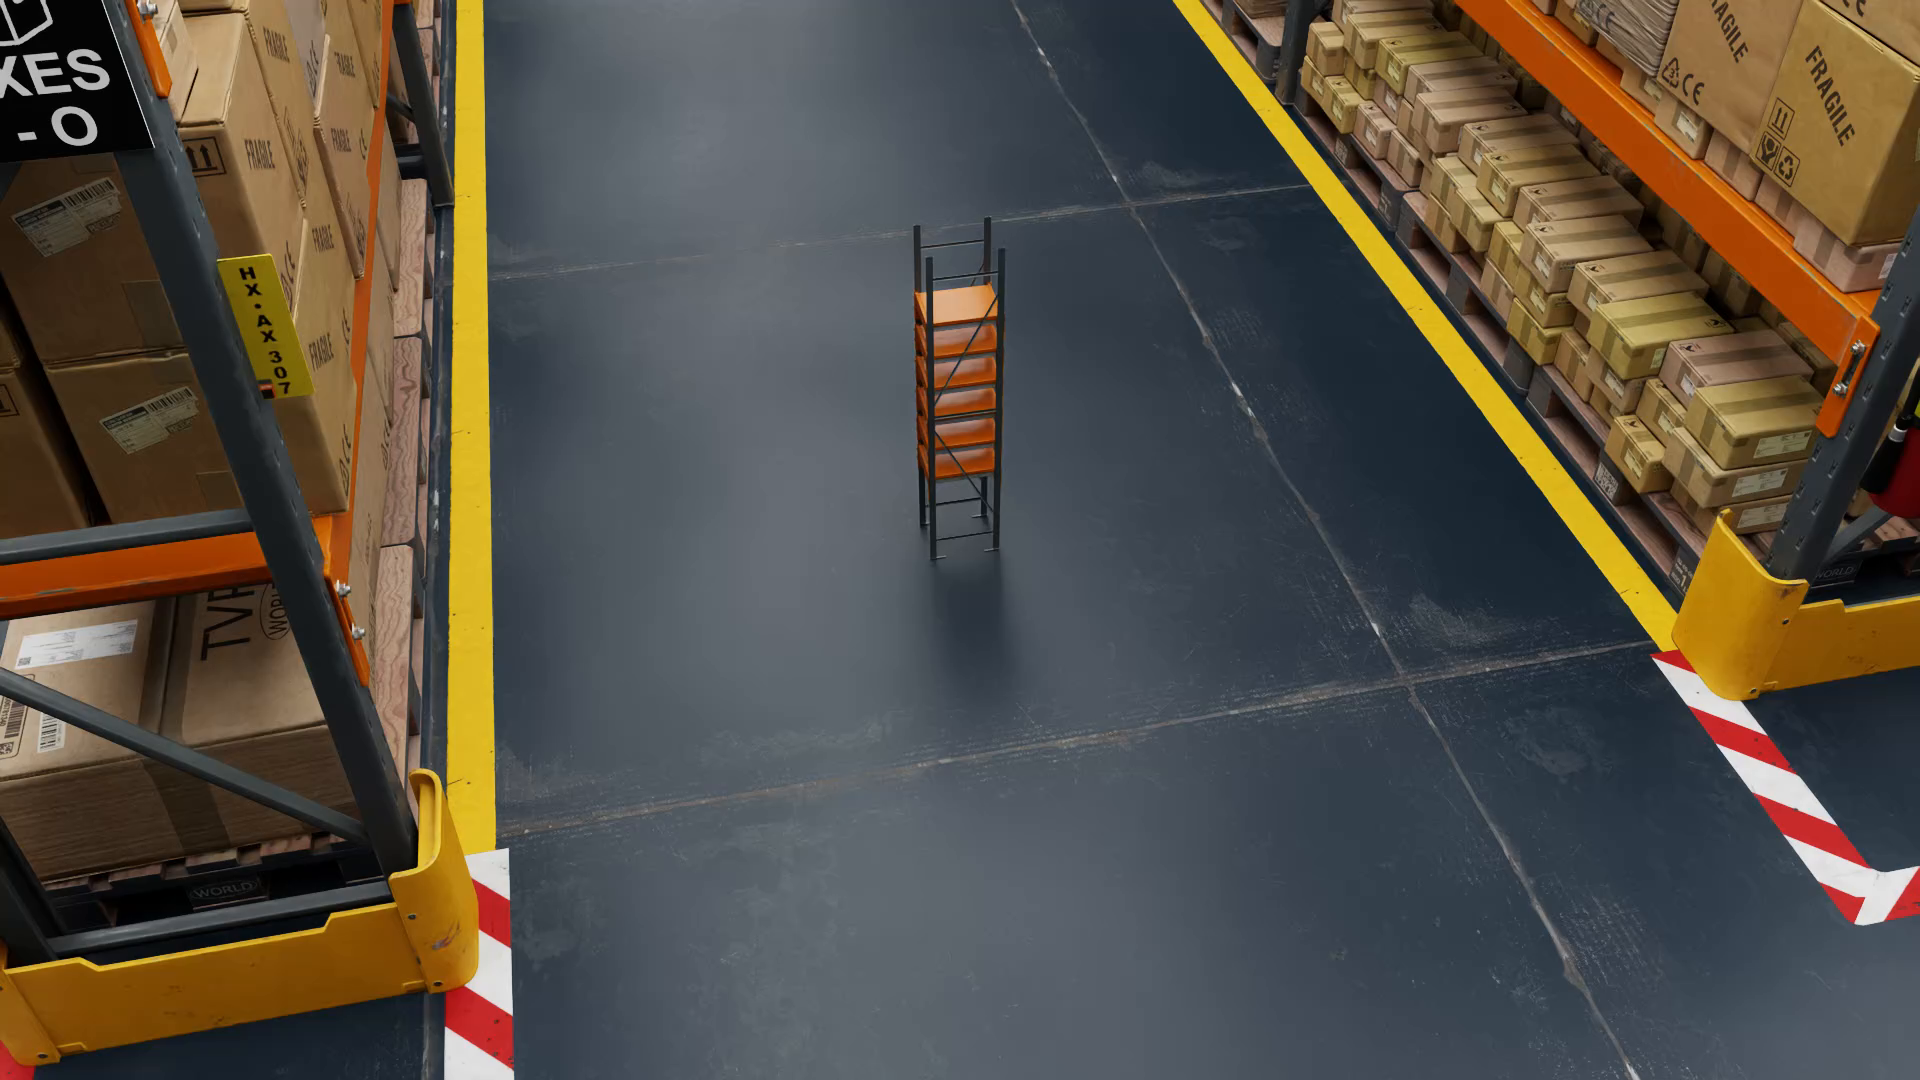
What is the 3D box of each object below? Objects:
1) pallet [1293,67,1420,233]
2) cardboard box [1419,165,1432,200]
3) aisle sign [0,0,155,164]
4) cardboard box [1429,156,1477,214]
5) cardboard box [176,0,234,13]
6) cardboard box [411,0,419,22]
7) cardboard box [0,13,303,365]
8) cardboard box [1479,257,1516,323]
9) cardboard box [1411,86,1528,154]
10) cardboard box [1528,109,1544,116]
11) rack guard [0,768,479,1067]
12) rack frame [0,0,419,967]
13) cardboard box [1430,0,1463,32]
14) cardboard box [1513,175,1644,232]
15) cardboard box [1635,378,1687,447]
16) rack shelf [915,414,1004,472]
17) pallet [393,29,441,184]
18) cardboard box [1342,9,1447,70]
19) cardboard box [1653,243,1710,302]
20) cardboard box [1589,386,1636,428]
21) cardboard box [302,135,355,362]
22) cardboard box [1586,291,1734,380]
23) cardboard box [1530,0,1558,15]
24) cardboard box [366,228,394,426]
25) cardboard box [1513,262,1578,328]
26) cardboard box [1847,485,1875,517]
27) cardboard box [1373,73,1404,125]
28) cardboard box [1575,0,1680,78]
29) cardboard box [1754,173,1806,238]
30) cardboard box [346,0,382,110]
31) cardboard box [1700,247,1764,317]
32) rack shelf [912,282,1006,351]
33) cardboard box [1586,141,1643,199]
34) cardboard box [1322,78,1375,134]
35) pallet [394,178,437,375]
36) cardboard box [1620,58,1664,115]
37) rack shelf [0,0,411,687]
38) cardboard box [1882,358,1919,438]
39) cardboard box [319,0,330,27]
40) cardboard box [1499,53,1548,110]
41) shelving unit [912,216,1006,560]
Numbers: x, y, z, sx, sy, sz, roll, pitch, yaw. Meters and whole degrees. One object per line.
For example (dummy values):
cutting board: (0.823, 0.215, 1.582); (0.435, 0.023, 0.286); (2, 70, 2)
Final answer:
pallet: (2.234, -1.877, 7.705); (1.003, 0.211, 1.213); (-8, 42, -9)
cardboard box: (2.177, -1.506, 7.018); (0.380, 0.149, 0.250); (-10, 43, -11)
aisle sign: (-1.595, -0.949, 2.602); (0.394, 0.787, 0.004); (-8, 42, -9)
cardboard box: (2.135, -1.437, 6.717); (0.380, 0.149, 0.250); (-9, 42, -10)
cardboard box: (-1.770, -1.250, 3.582); (0.380, 0.149, 0.250); (-7, 42, -8)
cardboard box: (-3.171, -2.912, 8.055); (0.875, 0.875, 0.875); (-7, 42, -8)
cardboard box: (-1.719, -0.745, 3.502); (0.500, 0.500, 0.500); (-9, 42, -10)
cardboard box: (2.252, -0.989, 6.436); (0.380, 0.149, 0.250); (-8, 42, -8)
cardboard box: (2.085, -1.724, 6.815); (0.380, 0.149, 0.250); (-7, 42, -8)
cardboard box: (2.611, -1.709, 7.023); (0.380, 0.149, 0.250); (-7, 42, -8)
rack guard: (-1.888, 0.968, 4.283); (1.175, 0.500, 0.348); (-8, 42, -9)
rack frame: (-1.893, 0.018, 3.470); (1.000, 3.000, 0.127); (-8, 42, -9)
cardboard box: (2.386, -2.470, 7.656); (0.380, 0.149, 0.250); (-7, 42, -8)
cardboard box: (2.324, -1.228, 6.257); (0.380, 0.149, 0.250); (-10, 43, -11)
cardboard box: (2.522, -0.437, 5.590); (0.380, 0.149, 0.250); (-9, 42, -10)
rack shelf: (-0.003, -0.335, 5.471); (0.258, 0.103, 0.180); (-8, 42, -9)
pallet: (-2.997, -2.021, 7.868); (1.003, 0.211, 1.213); (-8, 42, -9)
cardboard box: (1.929, -2.223, 7.378); (0.380, 0.149, 0.250); (-6, 42, -7)
cardboard box: (2.813, -1.007, 6.232); (0.380, 0.149, 0.250); (-10, 43, -11)
cardboard box: (2.474, -0.495, 5.879); (0.380, 0.149, 0.250); (-9, 42, -9)
cardboard box: (-1.853, -0.696, 4.199); (0.500, 0.500, 0.500); (-9, 42, -10)
cardboard box: (2.379, -0.698, 5.660); (0.380, 0.149, 0.250); (-9, 42, -10)
cardboard box: (2.231, -2.011, 5.946); (0.380, 0.149, 0.250); (-7, 42, -8)
cardboard box: (-2.532, -0.771, 5.973); (0.875, 0.438, 0.875); (-10, 42, -11)
cardboard box: (2.287, -0.931, 6.146); (0.380, 0.149, 0.250); (-8, 42, -9)
cardboard box: (3.118, -0.233, 5.584); (0.380, 0.149, 0.250); (-8, 42, -8)
cardboard box: (2.051, -1.967, 7.314); (0.380, 0.149, 0.250); (-9, 42, -10)
cardboard box: (2.345, -1.822, 5.243); (0.500, 0.500, 0.500); (-8, 42, -9)
cardboard box: (2.555, -1.000, 4.807); (0.380, 0.149, 0.250); (-8, 42, -9)
cardboard box: (-2.168, -1.692, 5.321); (0.500, 0.500, 0.500); (-9, 42, -10)
cardboard box: (2.896, -0.951, 5.944); (0.380, 0.149, 0.250); (-10, 43, -11)
rack shelf: (-0.003, -0.694, 5.153); (0.258, 0.103, 0.180); (-8, 42, -9)
cardboard box: (2.686, -1.458, 6.516); (0.380, 0.149, 0.250); (-8, 42, -9)
cardboard box: (1.877, -1.986, 7.559); (0.380, 0.149, 0.250); (-7, 42, -8)
pallet: (-2.669, -1.028, 6.749); (1.003, 0.211, 1.213); (-8, 42, -9)
cardboard box: (2.380, -1.498, 5.367); (0.380, 0.149, 0.250); (-10, 43, -11)
rack shelf: (-2.325, -1.009, 5.170); (1.077, 0.370, 4.000); (-8, 42, -9)
cardboard box: (3.137, -0.459, 5.390); (0.380, 0.149, 0.250); (-10, 43, -11)
cardboard box: (-2.064, -1.735, 4.617); (0.500, 0.500, 0.500); (-8, 42, -9)
cardboard box: (2.520, -1.970, 7.093); (0.380, 0.149, 0.250); (-7, 42, -8)
shelving unit: (-0.003, -0.458, 5.362); (0.258, 1.200, 0.189); (-8, 42, -9)
